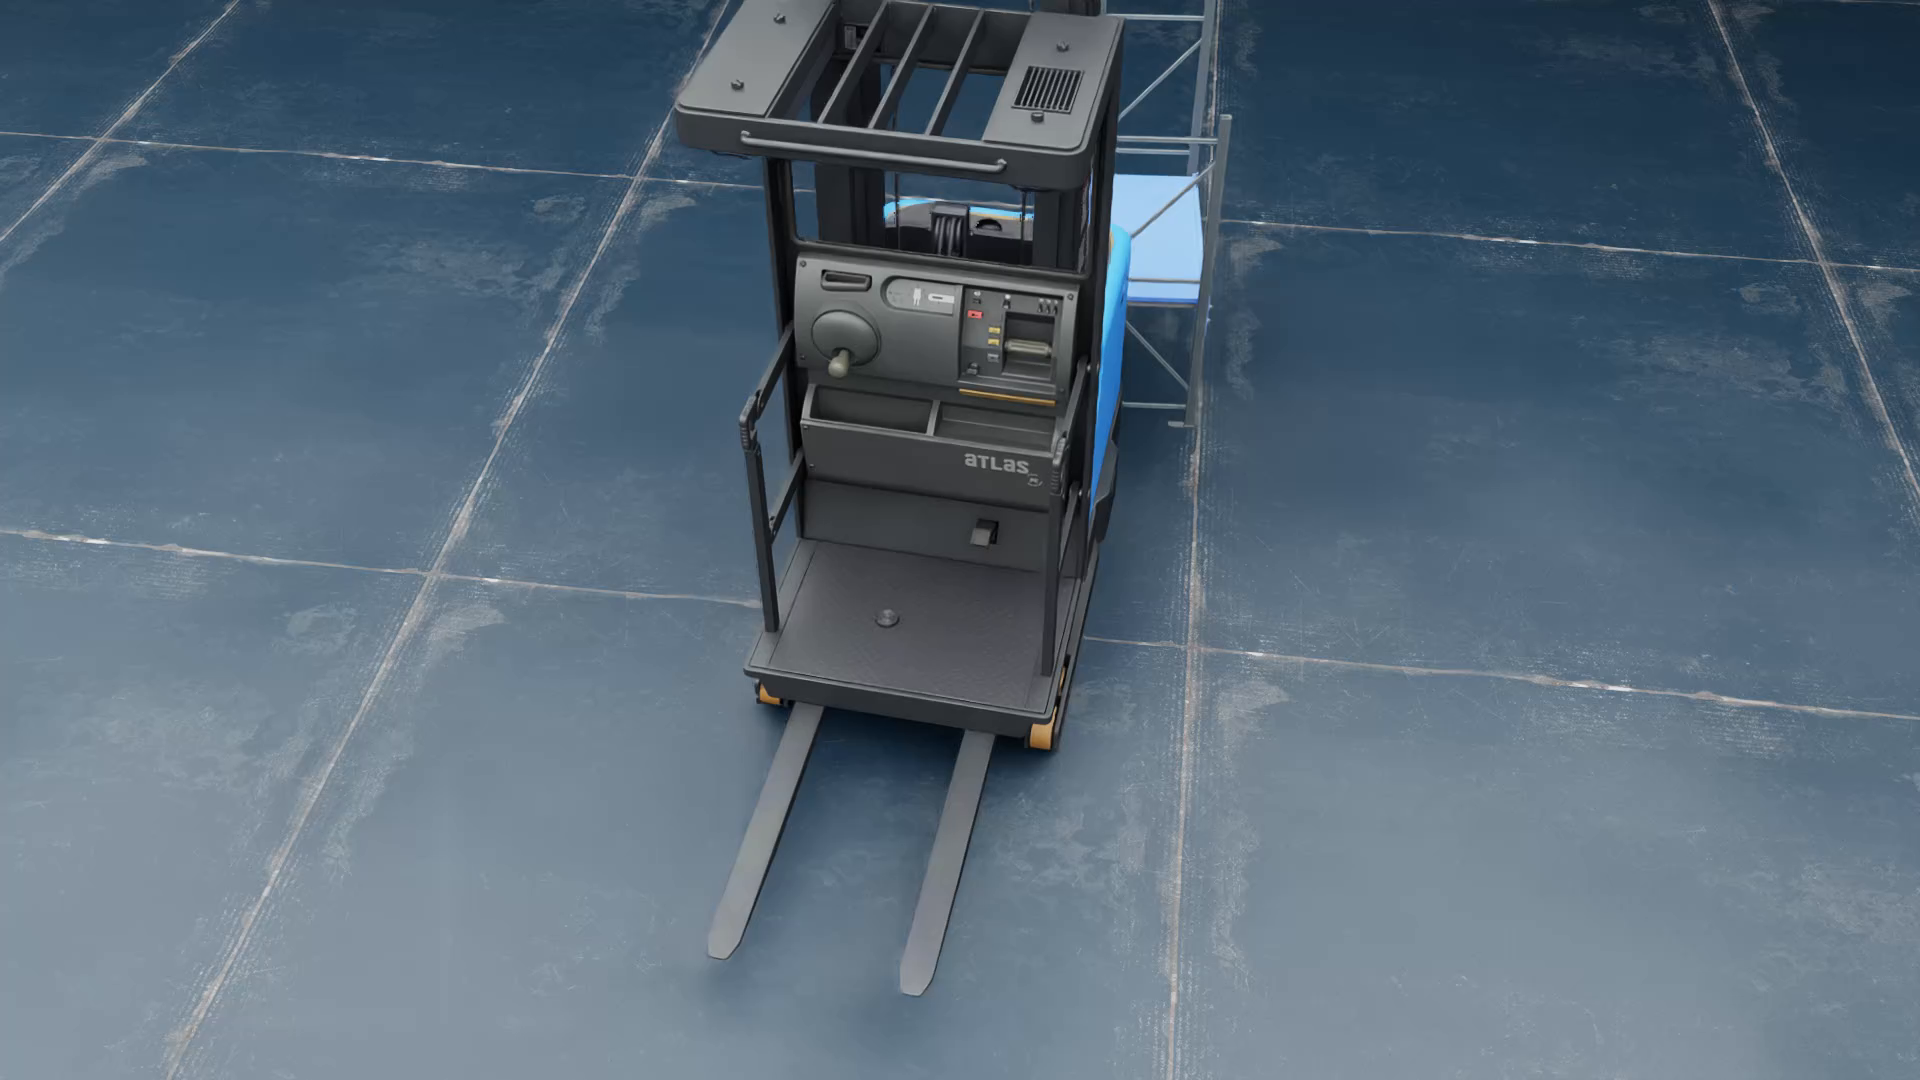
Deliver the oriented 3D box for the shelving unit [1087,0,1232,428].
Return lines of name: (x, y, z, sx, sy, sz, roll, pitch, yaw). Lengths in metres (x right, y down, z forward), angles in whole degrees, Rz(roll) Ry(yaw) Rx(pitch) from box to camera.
shelving unit: (0.799, -1.404, 7.142, 0.538, 1.500, 1.048, 2, 43, 2)

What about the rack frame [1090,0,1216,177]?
rack frame: (0.827, -1.753, 7.510, 0.500, 1.500, 0.032, 2, 43, 2)

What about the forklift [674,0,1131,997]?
forklift: (-0.127, -0.600, 5.252, 1.130, 2.935, 3.031, 8, 44, 9)

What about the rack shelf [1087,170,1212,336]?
rack shelf: (0.799, -1.273, 7.265, 0.538, 0.185, 1.000, 2, 43, 2)

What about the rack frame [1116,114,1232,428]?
rack frame: (0.771, -1.055, 6.773, 0.500, 1.500, 0.032, 2, 43, 2)
